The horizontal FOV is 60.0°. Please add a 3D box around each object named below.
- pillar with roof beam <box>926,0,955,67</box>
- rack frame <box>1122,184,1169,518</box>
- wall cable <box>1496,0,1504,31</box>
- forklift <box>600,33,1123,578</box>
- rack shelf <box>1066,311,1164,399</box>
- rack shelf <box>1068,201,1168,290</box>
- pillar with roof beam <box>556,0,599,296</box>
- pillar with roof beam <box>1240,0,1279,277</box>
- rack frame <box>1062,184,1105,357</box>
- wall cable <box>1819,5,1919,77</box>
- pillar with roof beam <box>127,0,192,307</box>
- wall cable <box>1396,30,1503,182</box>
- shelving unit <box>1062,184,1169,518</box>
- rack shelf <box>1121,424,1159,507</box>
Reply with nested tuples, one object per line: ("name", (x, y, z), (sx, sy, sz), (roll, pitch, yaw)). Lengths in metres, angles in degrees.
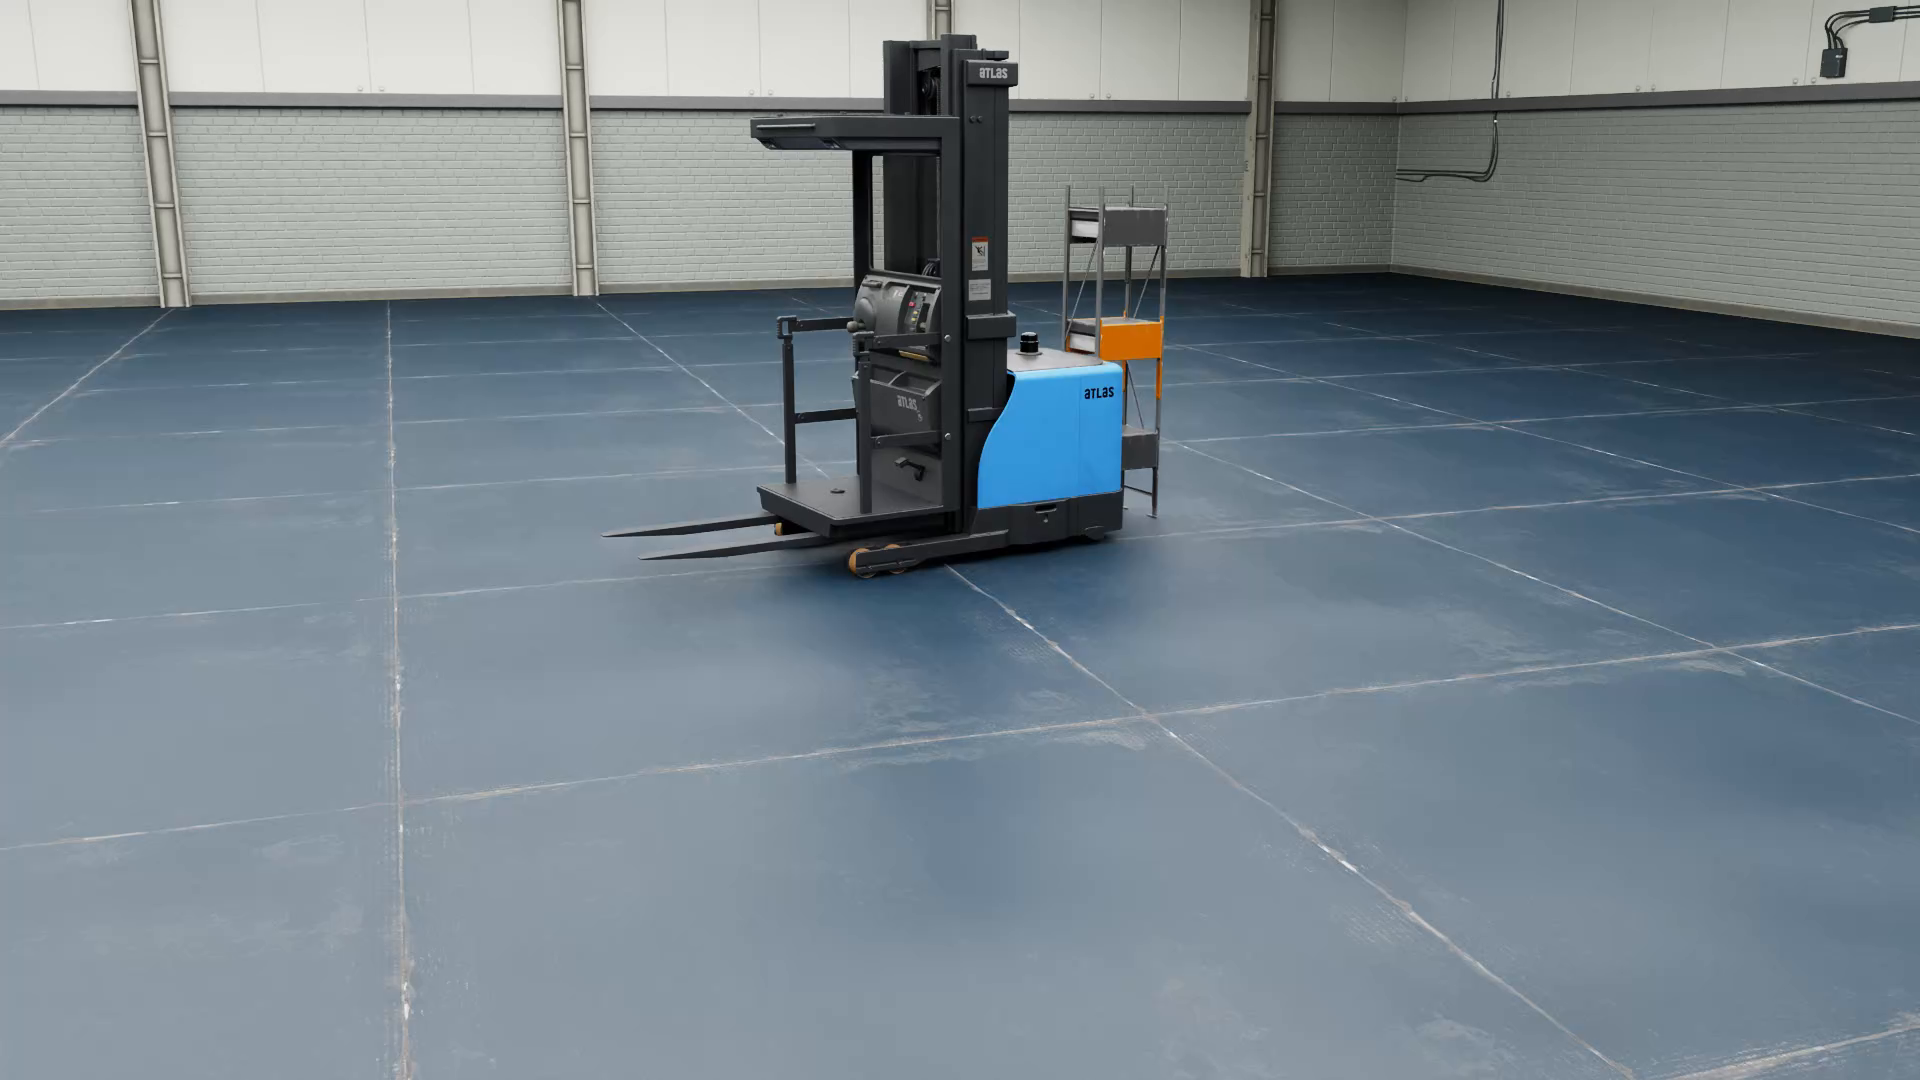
("pillar with roof beam", (1.052, -7.810, 23.531), (0.400, 9.000, 9.100), (-4, 14, -18))
("rack frame", (1.174, -1.203, 10.662), (0.015, 2.100, 0.400), (-7, 15, -30))
("wall cable", (9.442, -9.478, 26.338), (0.112, 2.526, 3.097), (-4, 14, -18))
("forklift", (-0.542, -1.352, 9.495), (3.031, 2.935, 1.130), (-8, 15, -29))
("rack shelf", (0.964, -1.164, 10.544), (0.480, 0.518, 0.431), (-7, 15, -30))
("rack shelf", (0.971, -1.846, 10.386), (0.480, 0.518, 0.431), (-7, 15, -30))
("pillar with roof beam", (-4.635, -7.367, 21.670), (0.400, 9.000, 9.100), (-4, 14, -18))
("pillar with roof beam", (6.738, -8.253, 25.393), (0.400, 9.000, 9.100), (-4, 14, -18))
("rack frame", (0.754, -1.151, 10.420), (0.015, 2.100, 0.400), (-7, 15, -30))
("wall cable", (11.592, -8.696, 19.905), (0.169, 6.003, 2.305), (-4, 14, -18))
("pillar with roof beam", (-10.322, -6.925, 19.808), (0.400, 9.000, 9.100), (-4, 14, -18))
("wall cable", (8.579, -7.614, 29.417), (0.112, 2.526, 3.097), (-4, 14, -18))
("shelving unit", (0.964, -1.177, 10.541), (0.503, 2.100, 0.431), (-7, 15, -30))
("rack shelf", (0.957, -0.482, 10.702), (0.480, 0.518, 0.431), (-7, 15, -30))
